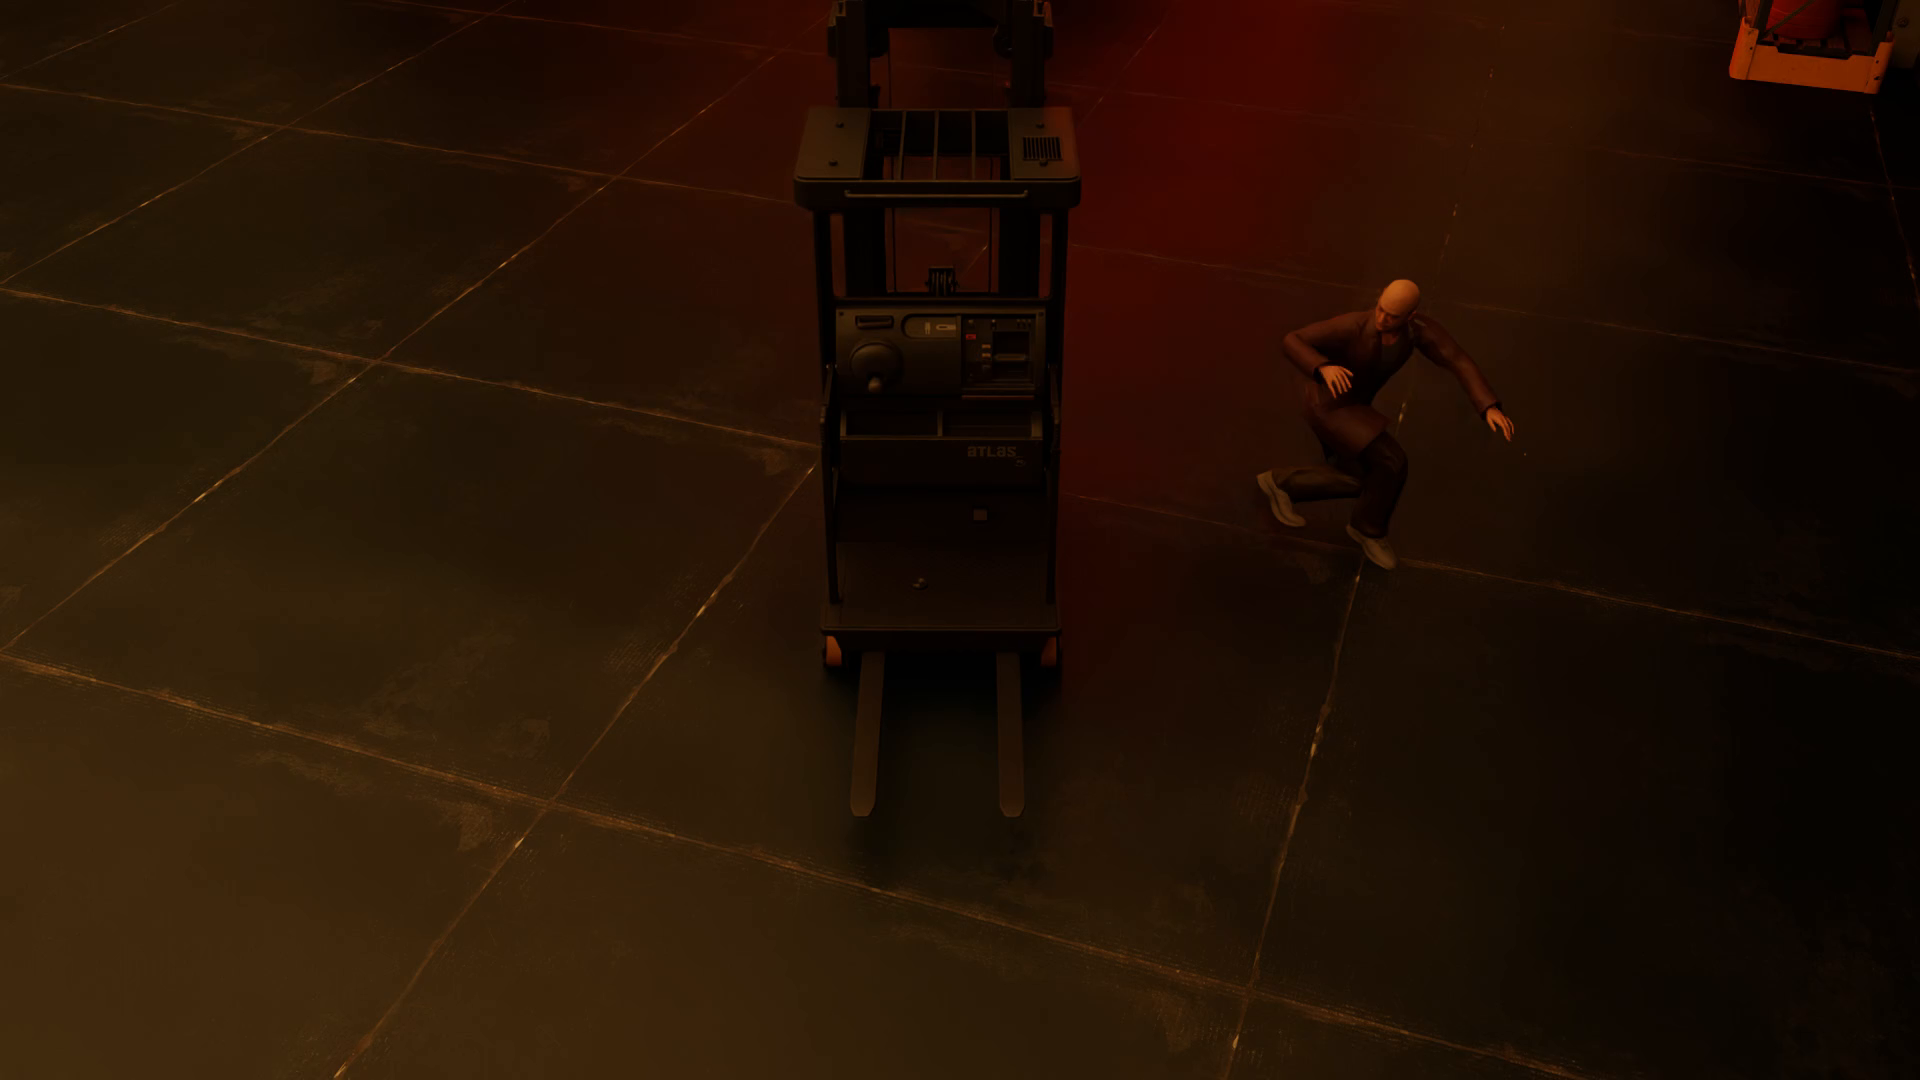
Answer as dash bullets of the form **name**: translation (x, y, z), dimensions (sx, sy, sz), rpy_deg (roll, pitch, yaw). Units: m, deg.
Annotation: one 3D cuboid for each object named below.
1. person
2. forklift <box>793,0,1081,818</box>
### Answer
- **person**: translation (2.027, -0.530, 8.120), dimensions (1.185, 1.512, 0.875), rpy_deg (28, 44, 34)
- **forklift**: translation (-0.083, -0.776, 7.205), dimensions (1.130, 2.935, 3.031), rpy_deg (0, 35, 0)
